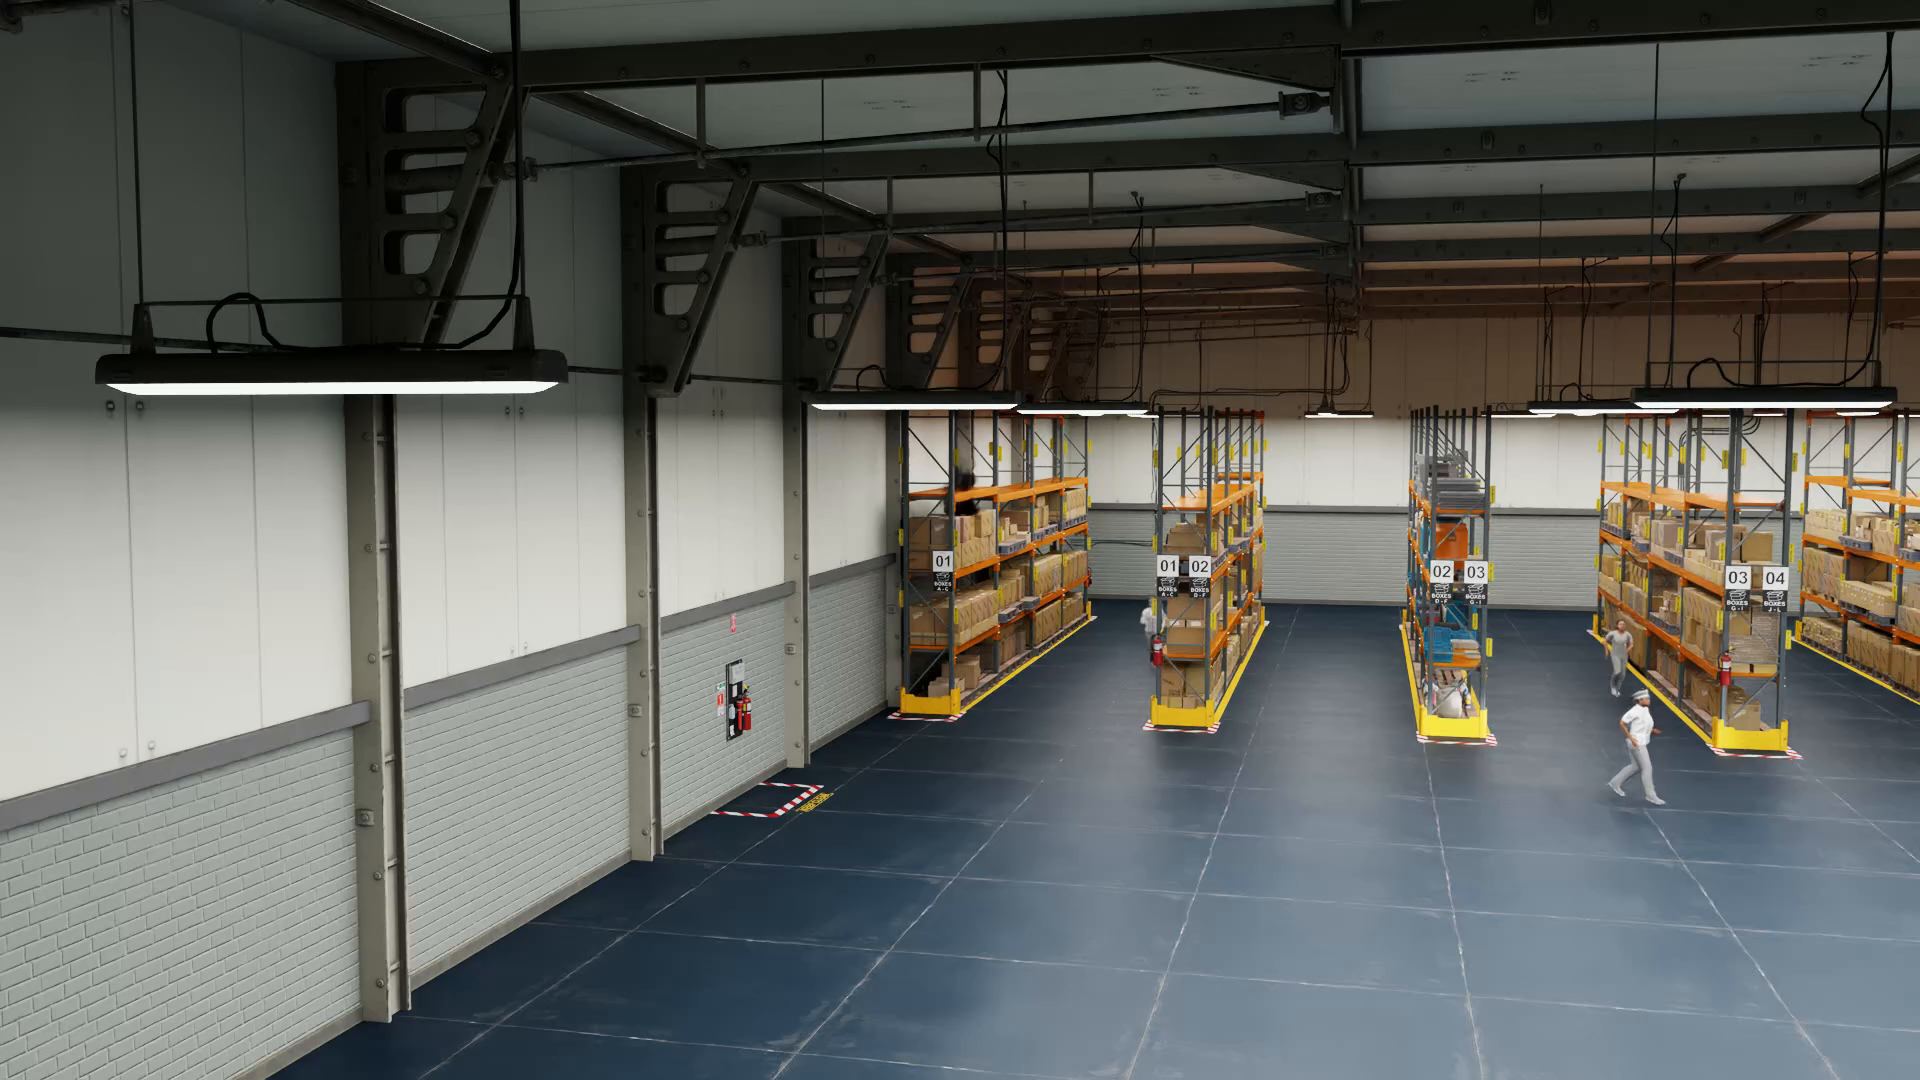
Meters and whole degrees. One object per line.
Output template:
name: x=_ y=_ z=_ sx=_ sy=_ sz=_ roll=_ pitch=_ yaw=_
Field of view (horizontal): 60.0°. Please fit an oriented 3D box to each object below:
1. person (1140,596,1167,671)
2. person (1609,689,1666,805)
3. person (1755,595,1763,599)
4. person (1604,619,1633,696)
person: x=4.435 y=2.148 z=38.213 sx=0.590 sy=1.740 sz=0.726 roll=1 pitch=4 yaw=12
person: x=10.177 y=3.069 z=24.952 sx=0.867 sy=1.699 sz=0.586 roll=3 pitch=5 yaw=37
person: x=20.666 y=1.711 z=43.571 sx=0.731 sy=1.785 sz=0.861 roll=4 pitch=6 yaw=43
person: x=13.606 y=2.430 z=34.323 sx=0.535 sy=1.626 sz=0.702 roll=0 pitch=4 yaw=7
